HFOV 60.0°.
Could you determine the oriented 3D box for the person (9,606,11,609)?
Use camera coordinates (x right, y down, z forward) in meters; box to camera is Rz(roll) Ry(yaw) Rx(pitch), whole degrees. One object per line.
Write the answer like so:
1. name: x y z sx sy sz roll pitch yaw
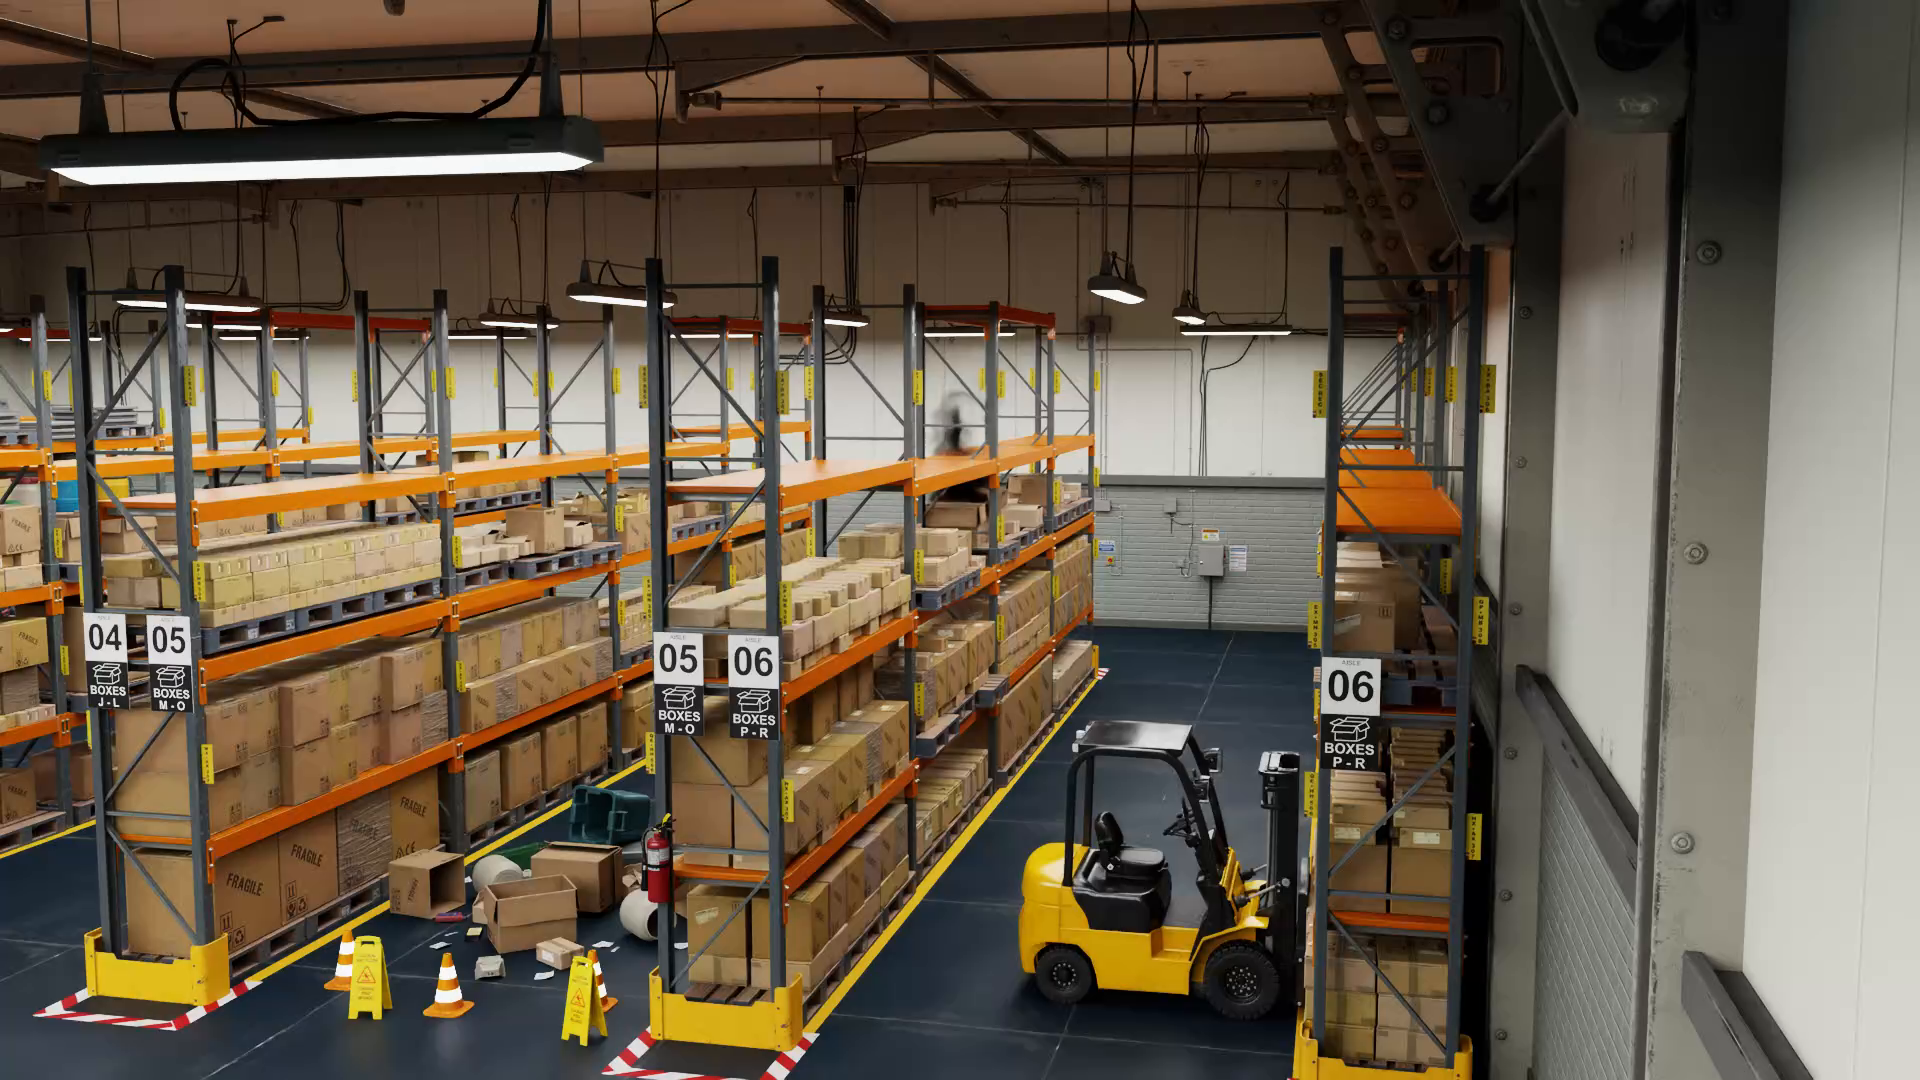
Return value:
1. person: -16.259 1.456 28.780 0.581 1.602 0.516 1 6 8
